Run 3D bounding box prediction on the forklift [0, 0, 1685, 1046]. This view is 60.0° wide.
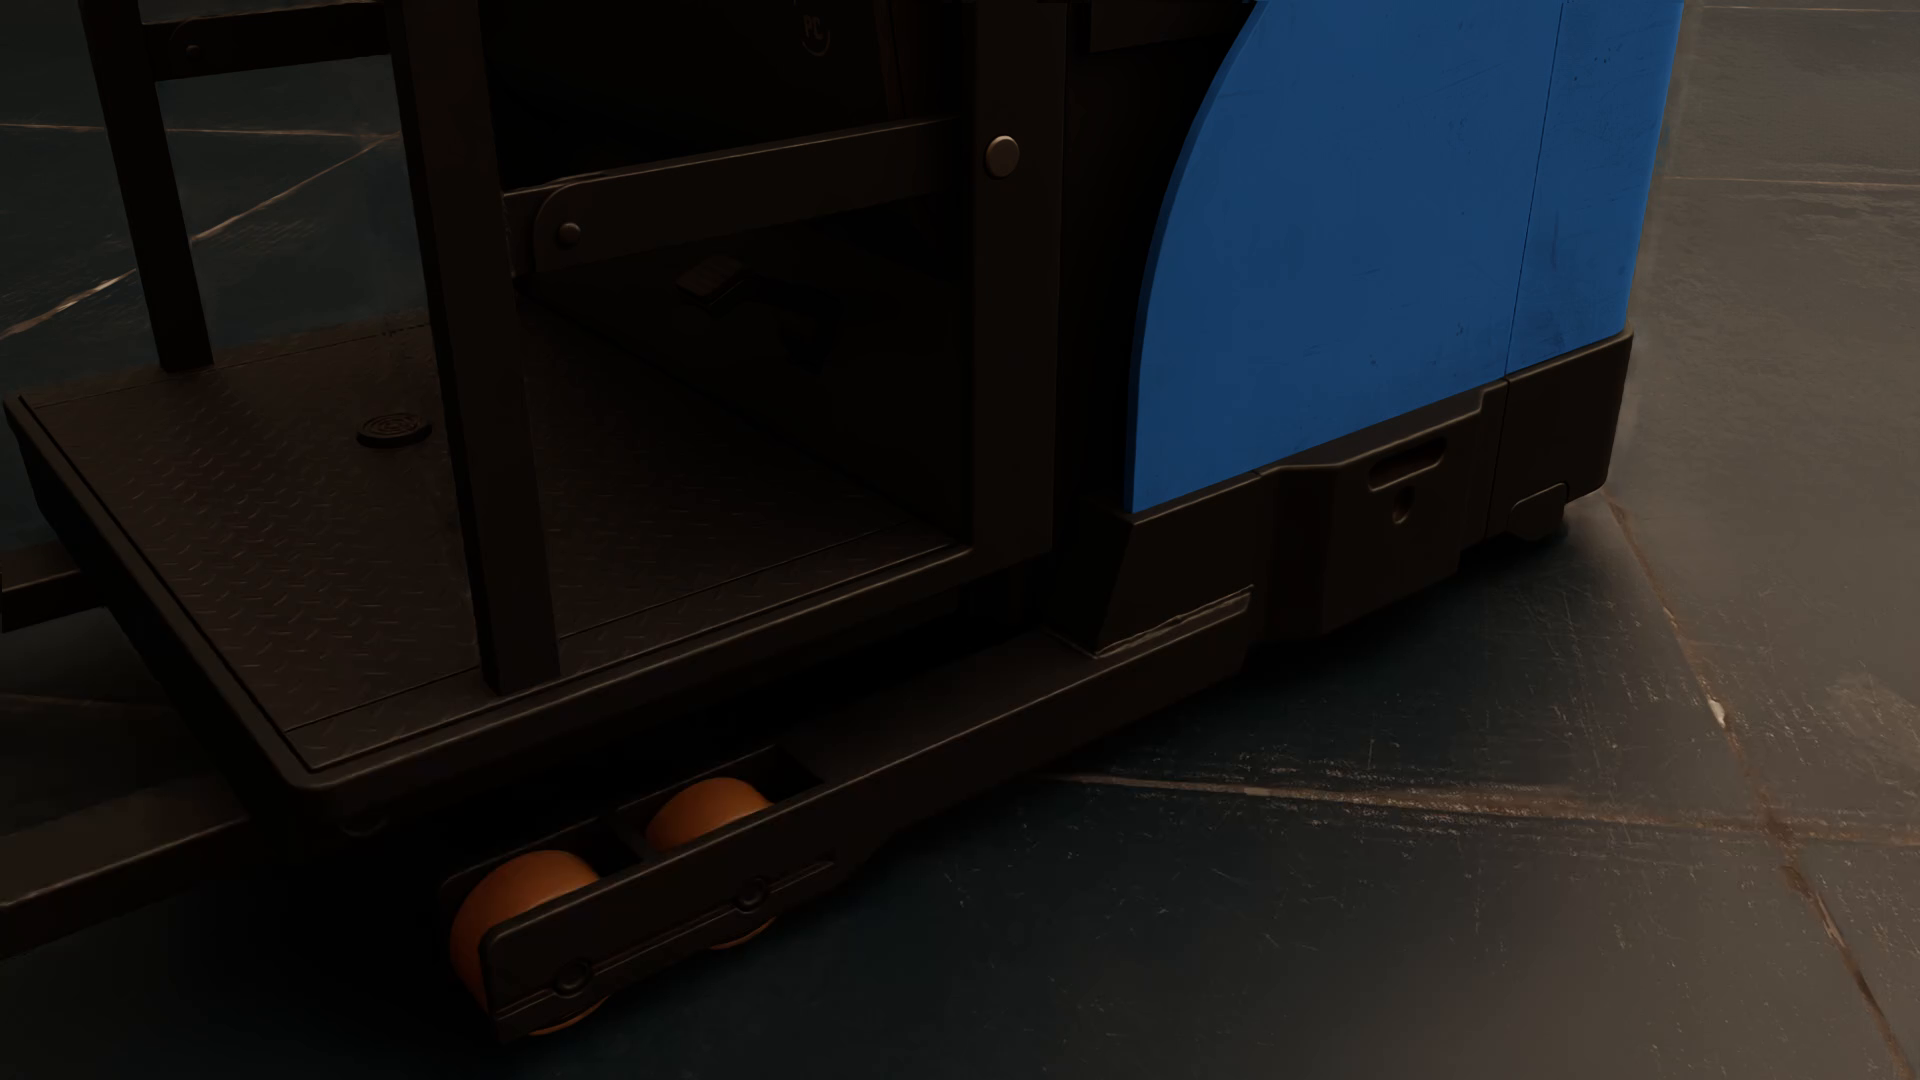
[{"bbox_3d":[-0.481,-1.114,1.449,3.031,2.935,1.130,-19,32,-34],"label":"forklift"}]
